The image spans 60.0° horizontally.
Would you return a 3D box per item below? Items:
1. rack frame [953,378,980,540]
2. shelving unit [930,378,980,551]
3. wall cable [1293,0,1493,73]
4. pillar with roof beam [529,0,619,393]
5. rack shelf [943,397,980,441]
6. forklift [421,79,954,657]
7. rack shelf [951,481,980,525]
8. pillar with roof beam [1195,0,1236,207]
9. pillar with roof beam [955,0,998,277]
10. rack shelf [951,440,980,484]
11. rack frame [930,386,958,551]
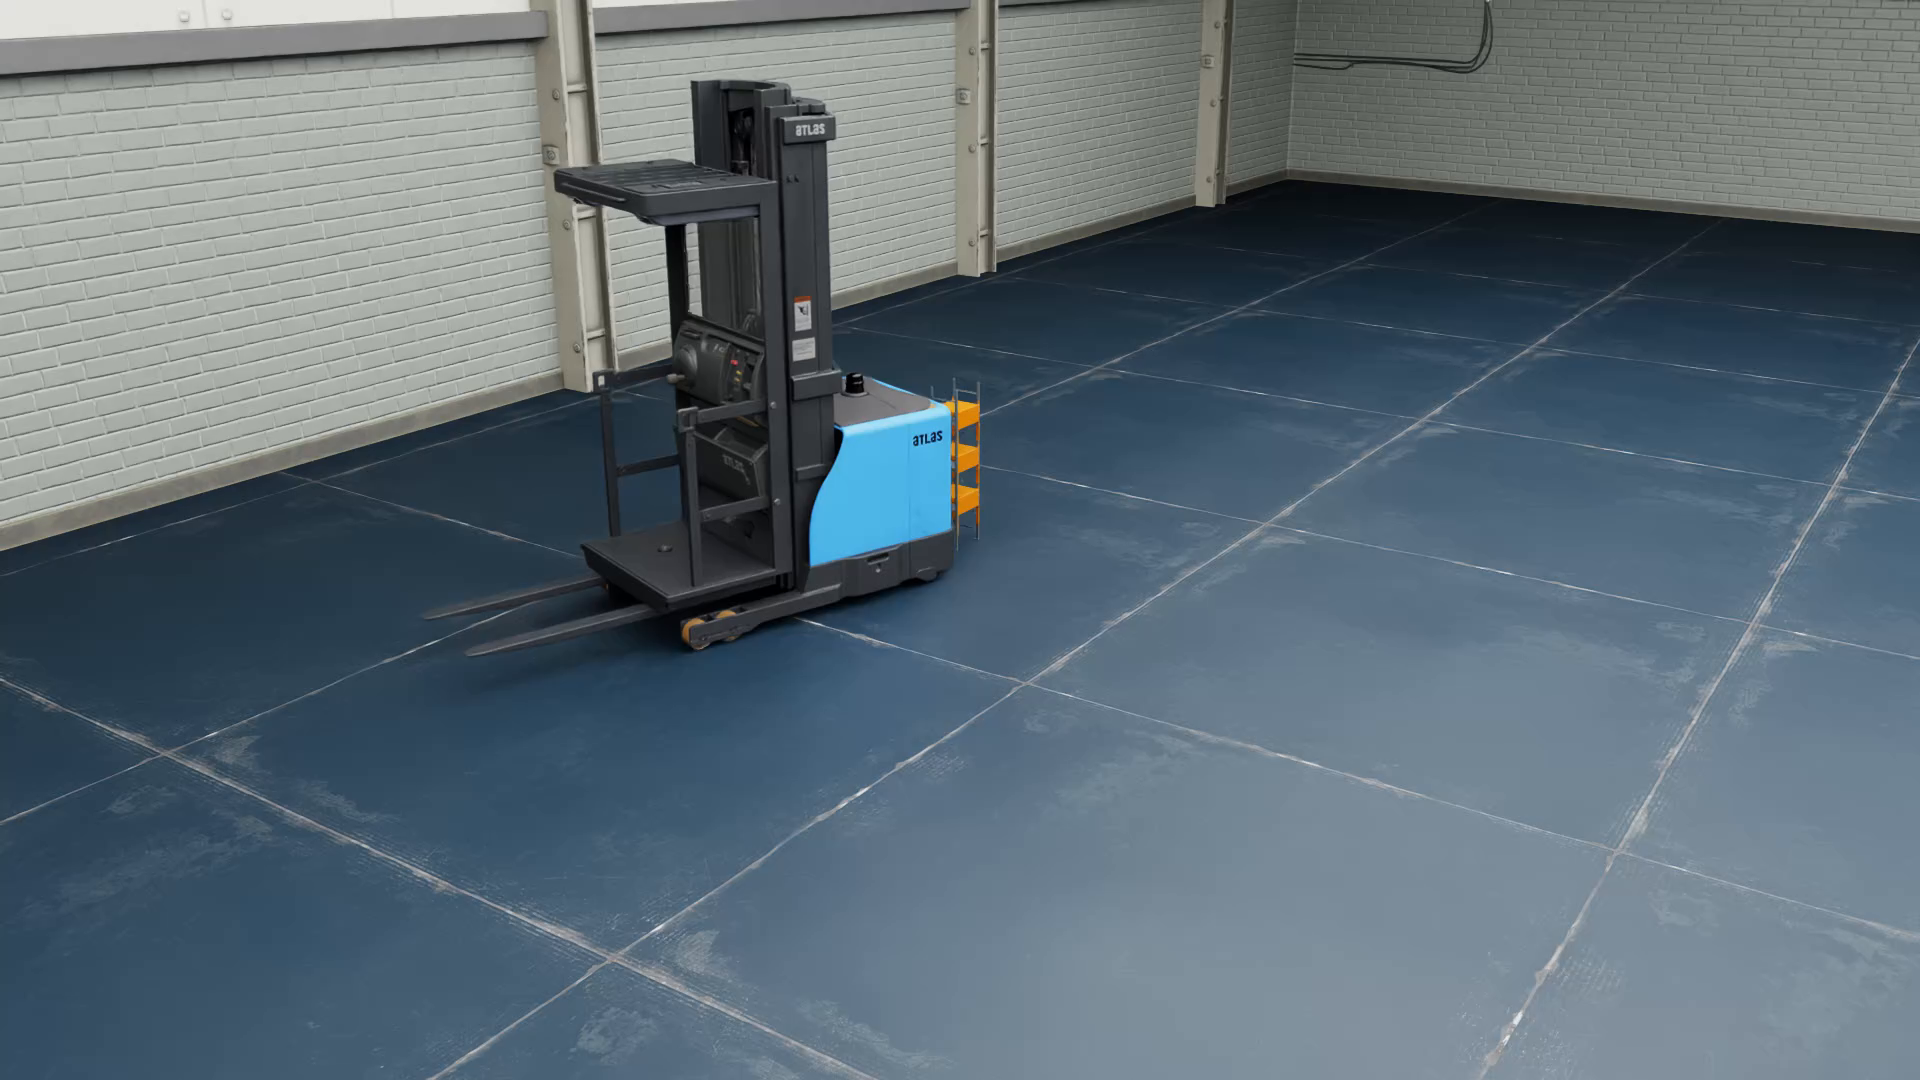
[{"bbox_3d":[0.038,-0.512,10.636,0.200,1.050,0.008,13,24,32],"label":"rack frame"},{"bbox_3d":[-0.030,-0.477,10.541,0.215,1.050,0.252,13,24,32],"label":"shelving unit"},{"bbox_3d":[6.305,-8.134,24.260,3.097,2.526,0.112,13,24,32],"label":"wall cable"},{"bbox_3d":[0.370,-4.721,10.556,9.100,9.000,0.400,13,24,32],"label":"pillar with roof beam"},{"bbox_3d":[-0.030,-0.733,10.447,0.215,0.259,0.240,13,24,32],"label":"rack shelf"},{"bbox_3d":[-1.518,-0.980,9.189,3.031,2.935,1.130,-15,25,-35],"label":"forklift"},{"bbox_3d":[-0.030,-0.206,10.641,0.215,0.259,0.240,13,24,32],"label":"rack shelf"},{"bbox_3d":[7.115,-8.164,19.864,9.100,9.000,0.400,13,24,32],"label":"pillar with roof beam"},{"bbox_3d":[3.742,-6.442,15.210,9.100,9.000,0.400,13,24,32],"label":"pillar with roof beam"},{"bbox_3d":[-0.030,-0.467,10.545,0.215,0.259,0.240,13,24,32],"label":"rack shelf"},{"bbox_3d":[-0.099,-0.442,10.447,0.200,1.050,0.008,13,24,32],"label":"rack frame"}]
